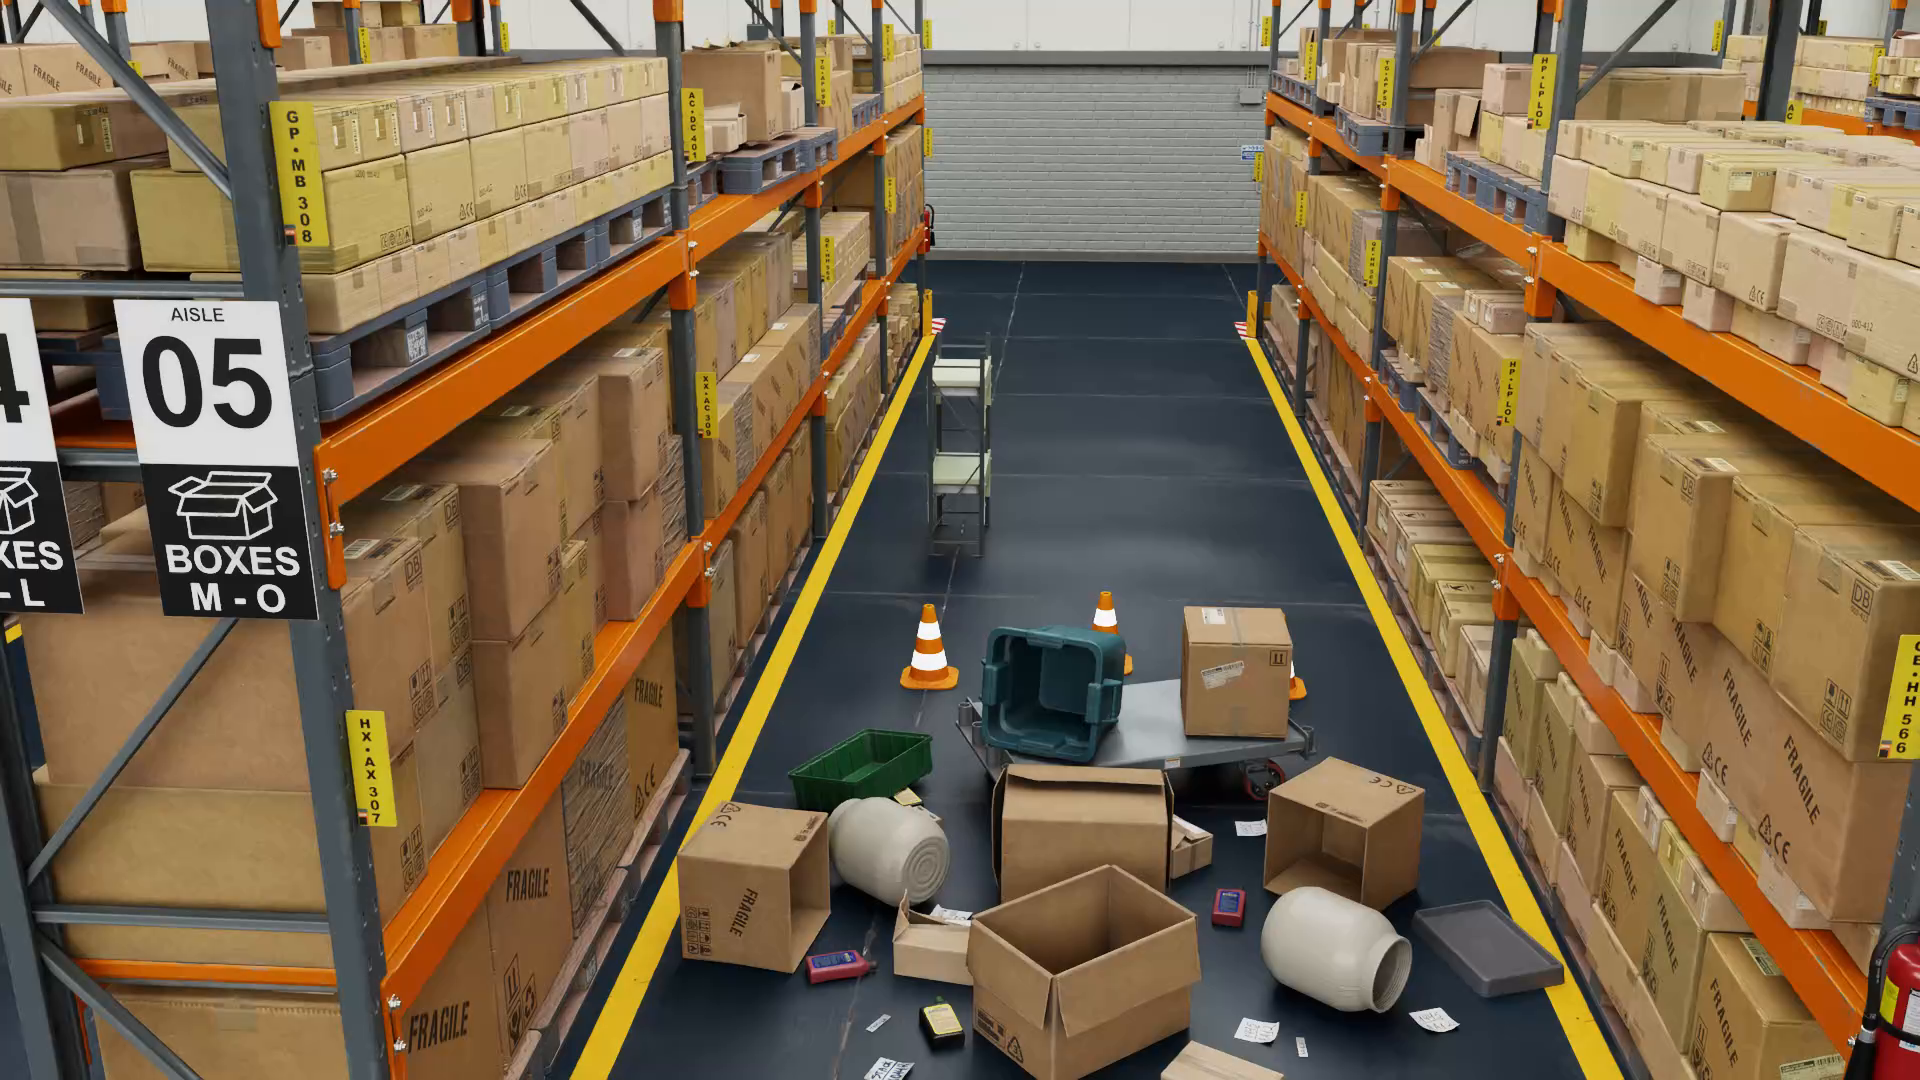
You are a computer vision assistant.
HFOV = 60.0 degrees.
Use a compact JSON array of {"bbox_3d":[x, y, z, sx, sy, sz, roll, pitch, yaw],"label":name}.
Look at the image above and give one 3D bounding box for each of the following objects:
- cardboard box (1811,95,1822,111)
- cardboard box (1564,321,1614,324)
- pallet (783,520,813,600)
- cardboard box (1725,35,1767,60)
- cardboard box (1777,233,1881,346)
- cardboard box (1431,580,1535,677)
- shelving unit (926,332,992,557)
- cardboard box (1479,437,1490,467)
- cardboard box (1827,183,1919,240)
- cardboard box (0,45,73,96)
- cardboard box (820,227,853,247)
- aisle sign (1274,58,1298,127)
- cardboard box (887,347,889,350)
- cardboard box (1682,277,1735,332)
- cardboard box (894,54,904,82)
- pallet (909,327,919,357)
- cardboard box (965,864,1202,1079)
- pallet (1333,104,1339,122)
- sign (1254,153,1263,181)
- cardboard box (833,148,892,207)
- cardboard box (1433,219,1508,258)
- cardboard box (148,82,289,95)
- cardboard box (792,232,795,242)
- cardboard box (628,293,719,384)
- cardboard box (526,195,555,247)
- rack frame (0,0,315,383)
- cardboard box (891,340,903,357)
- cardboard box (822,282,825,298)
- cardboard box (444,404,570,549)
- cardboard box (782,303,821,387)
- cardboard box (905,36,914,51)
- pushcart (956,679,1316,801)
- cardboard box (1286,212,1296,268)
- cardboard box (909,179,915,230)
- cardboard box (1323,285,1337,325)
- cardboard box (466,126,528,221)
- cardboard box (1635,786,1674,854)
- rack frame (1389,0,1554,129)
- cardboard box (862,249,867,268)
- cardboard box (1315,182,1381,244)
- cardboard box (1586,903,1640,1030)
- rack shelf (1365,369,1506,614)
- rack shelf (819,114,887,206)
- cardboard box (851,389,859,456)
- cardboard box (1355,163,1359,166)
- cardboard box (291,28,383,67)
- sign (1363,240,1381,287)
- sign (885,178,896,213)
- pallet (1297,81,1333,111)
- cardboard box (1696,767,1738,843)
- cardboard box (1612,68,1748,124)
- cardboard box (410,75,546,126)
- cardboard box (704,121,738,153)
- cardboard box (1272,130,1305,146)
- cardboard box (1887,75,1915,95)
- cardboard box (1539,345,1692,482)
[{"bbox_3d":[8.537,-4.255,16.178,0.380,0.149,0.250,2,18,6],"label":"cardboard box"},{"bbox_3d":[3.566,-0.974,9.267,0.500,0.500,0.500,1,18,4],"label":"cardboard box"},{"bbox_3d":[-1.628,0.109,11.752,1.003,0.211,1.213,1,18,4],"label":"pallet"},{"bbox_3d":[8.691,-5.356,18.095,0.500,0.250,0.500,1,18,3],"label":"cardboard box"},{"bbox_3d":[2.693,-0.712,4.725,0.500,0.250,0.500,1,18,3],"label":"cardboard box"},{"bbox_3d":[3.245,0.525,9.550,0.950,0.372,0.625,2,18,7],"label":"cardboard box"},{"bbox_3d":[0.000,-0.711,12.183,0.431,1.500,0.755,1,18,4],"label":"shelving unit"},{"bbox_3d":[2.960,-0.466,8.756,0.380,0.149,0.250,1,18,2],"label":"cardboard box"},{"bbox_3d":[2.731,-0.929,4.746,0.380,0.149,0.250,1,18,4],"label":"cardboard box"},{"bbox_3d":[-6.247,-2.999,10.977,0.500,0.500,0.500,1,18,4],"label":"cardboard box"},{"bbox_3d":[-1.122,-2.614,14.357,0.380,0.149,0.250,1,18,2],"label":"cardboard box"},{"bbox_3d":[3.738,-5.129,19.084,0.394,0.787,0.004,1,18,4],"label":"aisle sign"},{"bbox_3d":[-0.932,-2.034,17.240,0.380,0.149,0.250,0,18,1],"label":"cardboard box"},{"bbox_3d":[2.687,-0.797,5.624,0.380,0.149,0.250,1,18,3],"label":"cardboard box"},{"bbox_3d":[-0.845,-4.748,16.717,0.500,0.250,0.500,2,18,5],"label":"cardboard box"},{"bbox_3d":[-1.022,-2.344,19.237,1.003,0.211,1.213,1,18,4],"label":"pallet"},{"bbox_3d":[0.476,1.689,6.462,0.797,0.503,0.637,-13,22,-34],"label":"cardboard box"},{"bbox_3d":[3.719,-3.671,14.300,0.805,0.209,1.217,1,18,2],"label":"pallet"},{"bbox_3d":[3.469,-4.328,19.297,0.100,0.325,0.005,1,18,4],"label":"sign"},{"bbox_3d":[-0.934,-3.500,16.045,0.500,0.500,0.500,2,18,5],"label":"cardboard box"},{"bbox_3d":[3.728,-2.051,12.098,0.500,0.500,0.500,1,18,2],"label":"cardboard box"},{"bbox_3d":[-2.310,-1.334,5.148,0.380,0.149,0.250,1,18,4],"label":"cardboard box"},{"bbox_3d":[-1.713,-2.731,15.191,0.380,0.149,0.250,1,18,3],"label":"cardboard box"},{"bbox_3d":[-1.718,-1.054,9.056,0.700,0.500,0.500,1,18,3],"label":"cardboard box"},{"bbox_3d":[-1.617,-1.098,5.709,0.380,0.149,0.250,1,18,4],"label":"cardboard box"},{"bbox_3d":[-2.070,-1.826,3.543,1.000,3.000,0.127,1,18,4],"label":"rack frame"},{"bbox_3d":[-0.810,-2.056,17.785,0.380,0.149,0.250,1,18,2],"label":"cardboard box"},{"bbox_3d":[-1.244,-1.911,12.689,0.380,0.149,0.250,2,18,7],"label":"cardboard box"},{"bbox_3d":[-1.973,-0.185,6.195,0.875,0.550,0.500,1,18,4],"label":"cardboard box"},{"bbox_3d":[-1.261,-1.361,11.599,0.500,0.500,0.500,1,18,4],"label":"cardboard box"},{"bbox_3d":[-0.697,-5.377,17.995,0.380,0.149,0.250,2,18,5],"label":"cardboard box"},{"bbox_3d":[0.884,1.073,8.543,1.648,0.377,0.936,-5,19,-15],"label":"pushcart"},{"bbox_3d":[3.545,-2.980,16.539,0.500,0.500,0.500,1,18,3],"label":"cardboard box"},{"bbox_3d":[-0.767,-3.670,18.168,0.500,0.500,0.500,1,18,4],"label":"cardboard box"},{"bbox_3d":[3.307,-1.946,13.785,0.500,0.250,0.500,1,18,3],"label":"cardboard box"},{"bbox_3d":[-1.708,-1.176,5.305,0.500,0.250,0.500,1,18,3],"label":"cardboard box"},{"bbox_3d":[2.673,1.017,5.998,0.380,0.149,0.250,2,18,6],"label":"cardboard box"},{"bbox_3d":[3.448,-4.231,10.884,1.000,3.000,0.127,1,18,4],"label":"rack frame"},{"bbox_3d":[-1.058,-2.573,15.189,0.380,0.149,0.250,1,18,4],"label":"cardboard box"},{"bbox_3d":[3.408,-2.856,14.557,0.500,0.500,0.500,1,18,4],"label":"cardboard box"},{"bbox_3d":[2.741,1.631,6.370,0.500,0.250,0.500,1,18,2],"label":"cardboard box"},{"bbox_3d":[3.305,-0.417,10.035,1.077,0.370,4.000,1,18,4],"label":"rack shelf"},{"bbox_3d":[-1.353,-3.164,13.600,1.077,0.370,4.000,1,18,4],"label":"rack shelf"},{"bbox_3d":[-1.126,-1.001,14.000,0.500,0.500,0.500,1,18,3],"label":"cardboard box"},{"bbox_3d":[3.995,-3.706,16.108,0.380,0.149,0.250,1,18,3],"label":"cardboard box"},{"bbox_3d":[-6.153,-4.808,16.467,0.700,0.500,0.500,0,18,1],"label":"cardboard box"},{"bbox_3d":[2.894,-1.942,11.673,0.100,0.325,0.005,1,18,4],"label":"sign"},{"bbox_3d":[-0.656,-3.241,15.636,0.100,0.325,0.005,1,18,4],"label":"sign"},{"bbox_3d":[3.804,-4.260,15.931,1.003,0.211,1.213,1,18,4],"label":"pallet"},{"bbox_3d":[2.624,0.862,5.379,0.380,0.149,0.250,2,18,5],"label":"cardboard box"},{"bbox_3d":[3.629,-2.257,8.440,0.500,0.250,0.500,1,18,3],"label":"cardboard box"},{"bbox_3d":[-1.618,-1.478,5.586,0.380,0.149,0.250,2,18,5],"label":"cardboard box"},{"bbox_3d":[-1.423,-2.200,9.070,0.380,0.149,0.250,1,18,4],"label":"cardboard box"},{"bbox_3d":[3.639,-4.431,18.319,0.380,0.149,0.250,2,18,6],"label":"cardboard box"},{"bbox_3d":[8.215,-3.903,14.267,0.380,0.149,0.250,1,18,5],"label":"cardboard box"},{"bbox_3d":[2.855,-0.512,6.924,0.700,0.500,0.500,1,18,4],"label":"cardboard box"}]
